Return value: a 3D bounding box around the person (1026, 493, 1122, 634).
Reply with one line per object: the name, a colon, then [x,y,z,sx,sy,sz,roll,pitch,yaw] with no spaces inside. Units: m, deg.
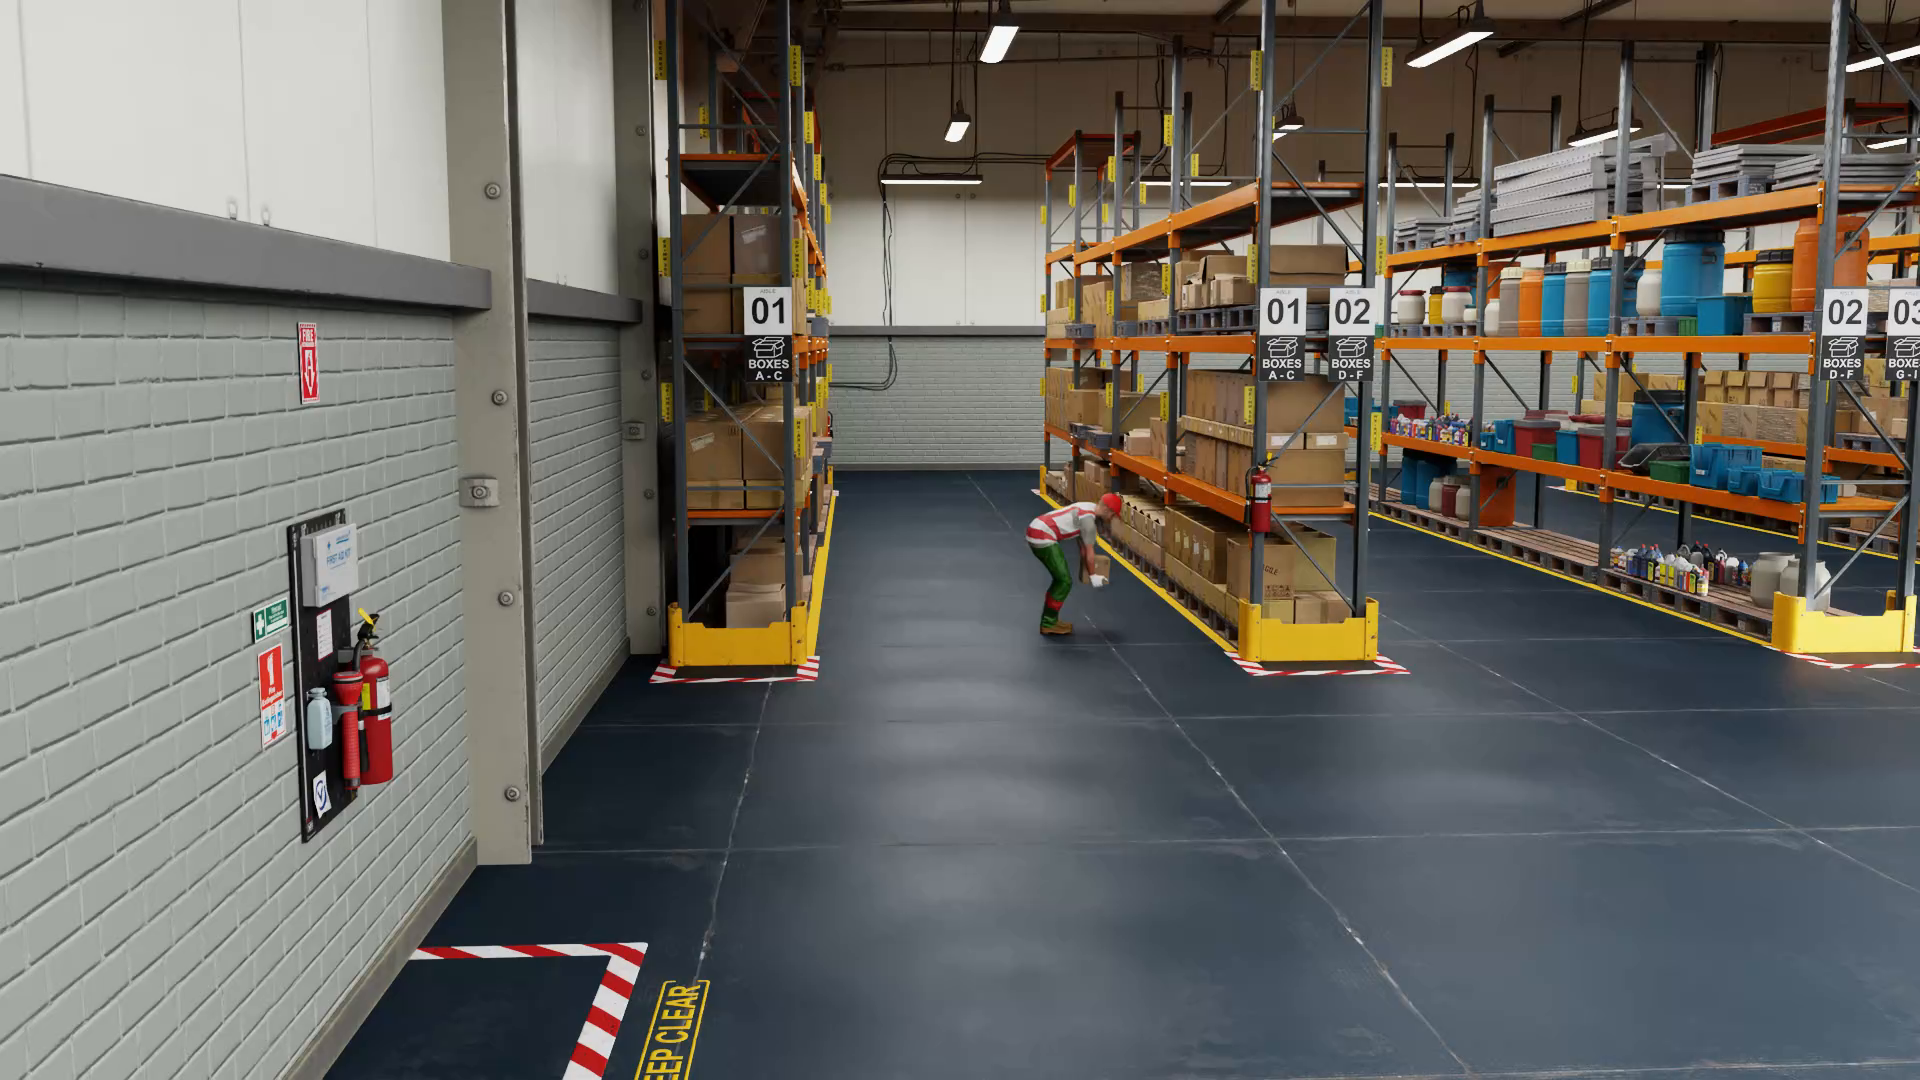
person: [1.084,0.214,15.806,0.909,1.319,0.497,-1,7,-6]
